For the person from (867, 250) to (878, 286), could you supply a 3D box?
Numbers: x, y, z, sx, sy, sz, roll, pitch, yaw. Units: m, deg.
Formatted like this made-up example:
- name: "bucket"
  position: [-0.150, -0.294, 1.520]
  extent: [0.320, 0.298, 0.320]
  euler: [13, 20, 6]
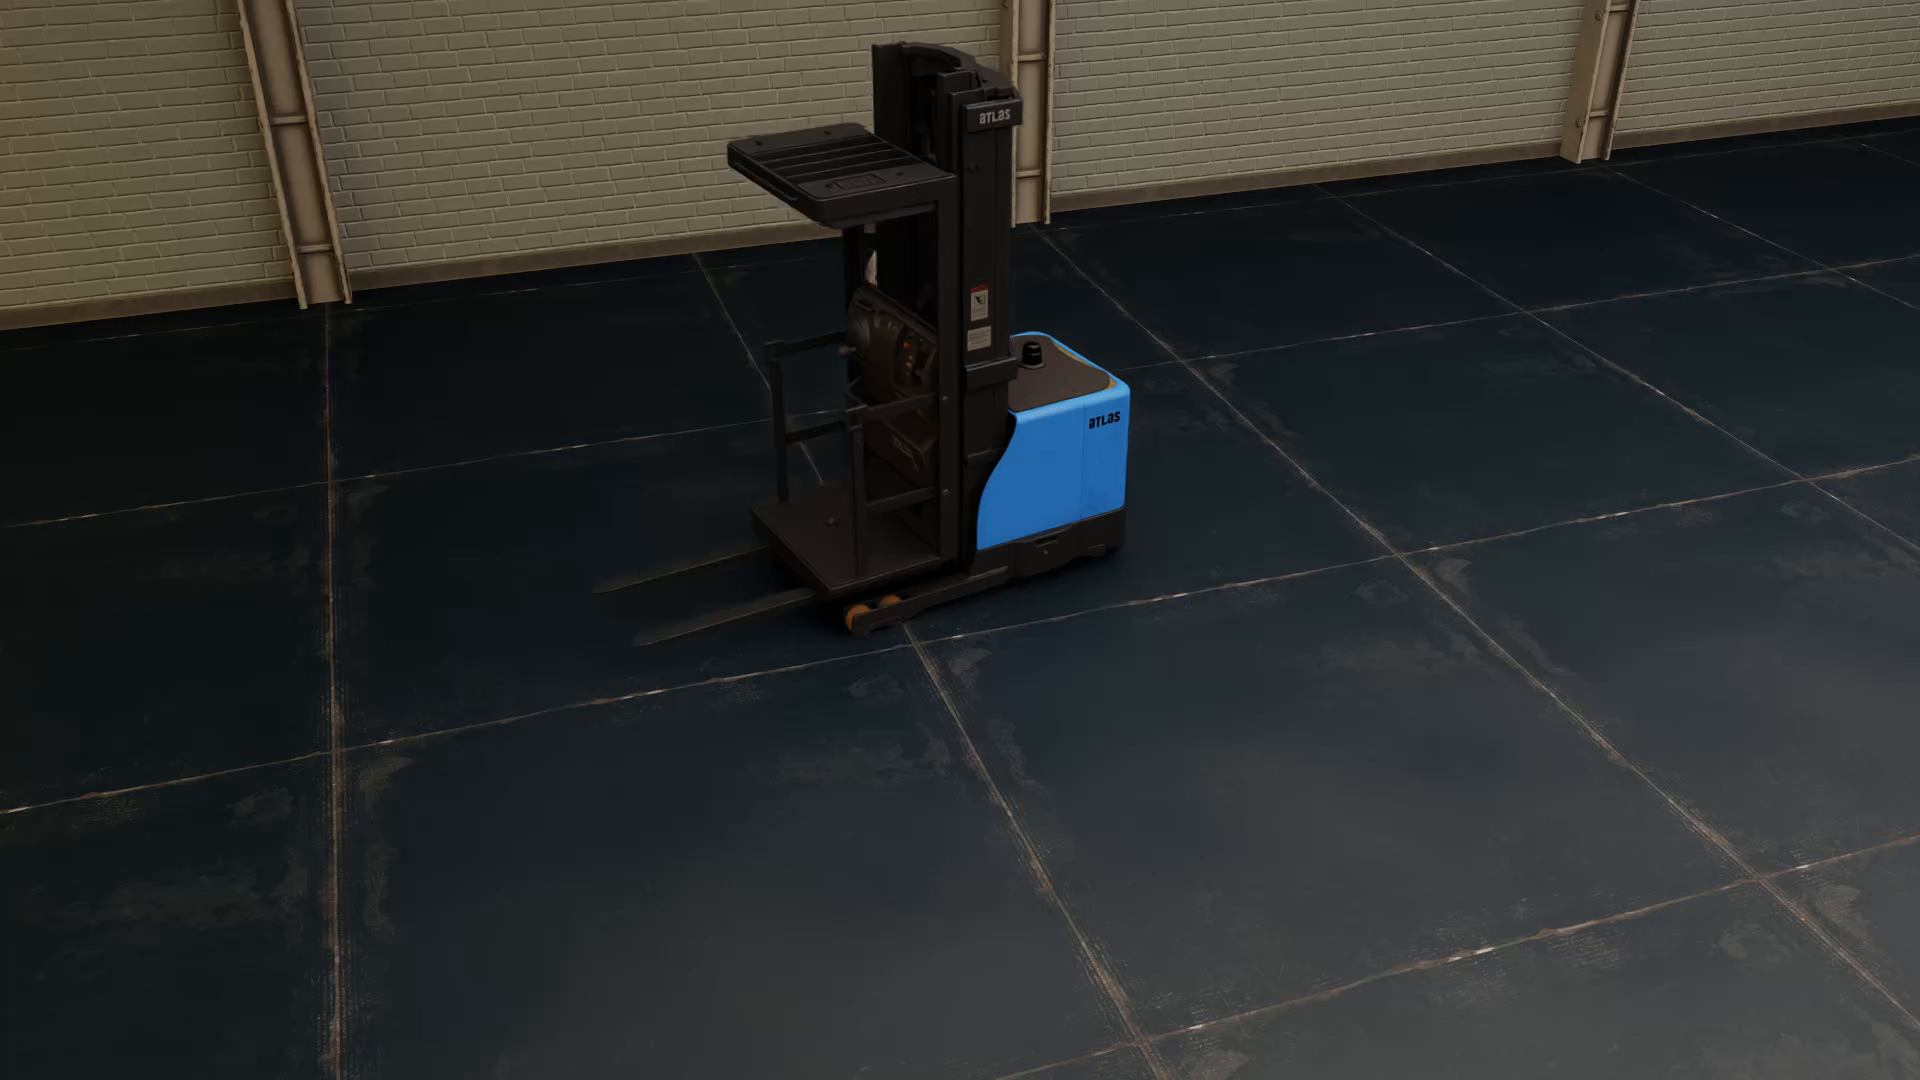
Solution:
- name: "person"
  position: [-0.442, -1.312, 10.691]
  extent: [0.412, 1.631, 0.783]
  euler: [-8, 31, -13]

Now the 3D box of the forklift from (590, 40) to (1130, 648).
- name: "forklift"
  position: [-0.553, -1.047, 8.907]
  extent: [3.031, 2.935, 1.130]
  euler: [-16, 34, -26]
